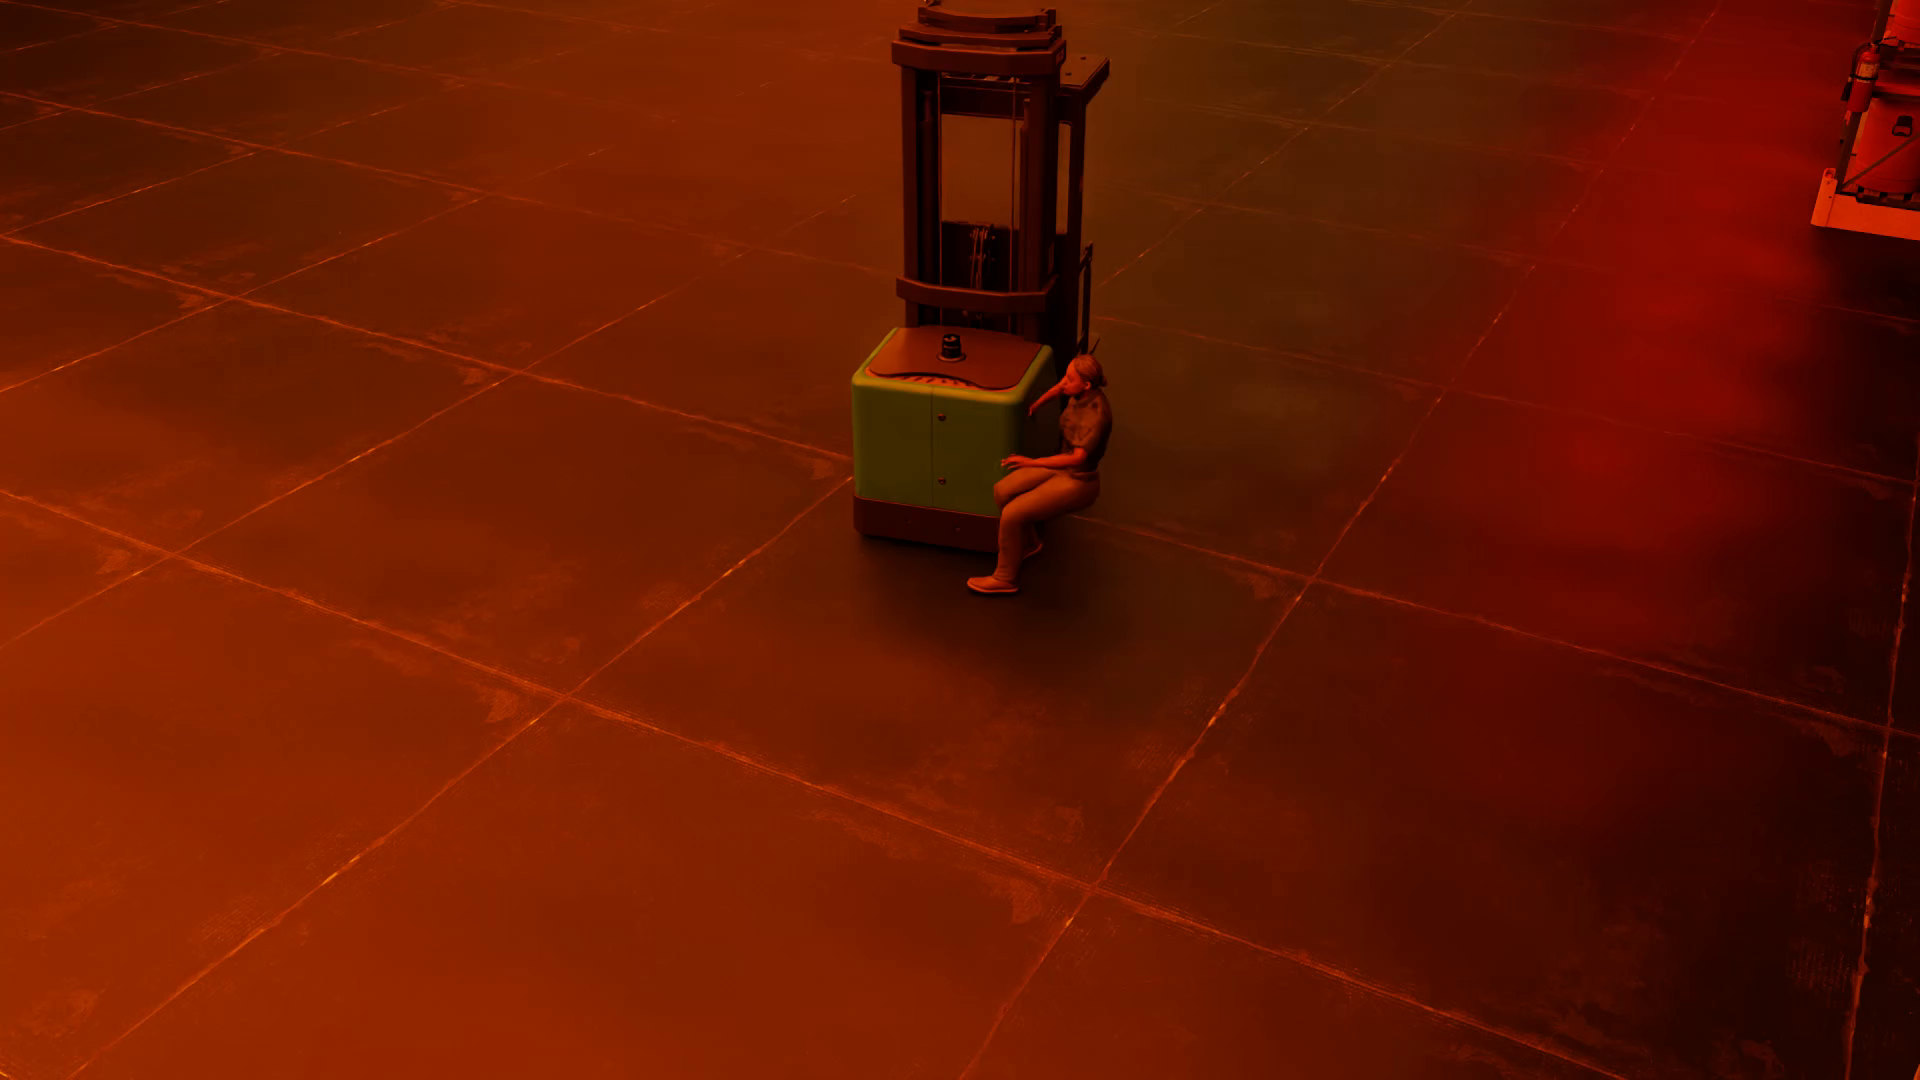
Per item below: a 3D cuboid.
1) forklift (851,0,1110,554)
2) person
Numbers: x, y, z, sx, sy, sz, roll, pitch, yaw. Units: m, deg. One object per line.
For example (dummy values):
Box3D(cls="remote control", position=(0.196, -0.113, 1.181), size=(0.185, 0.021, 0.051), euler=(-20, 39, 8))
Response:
Box3D(cls="forklift", position=(0.268, -1.908, 10.377), size=(1.130, 2.935, 3.031), euler=(8, 31, 14))
Box3D(cls="person", position=(0.423, -0.386, 9.245), size=(0.798, 1.412, 0.886), euler=(-7, 31, -13))
